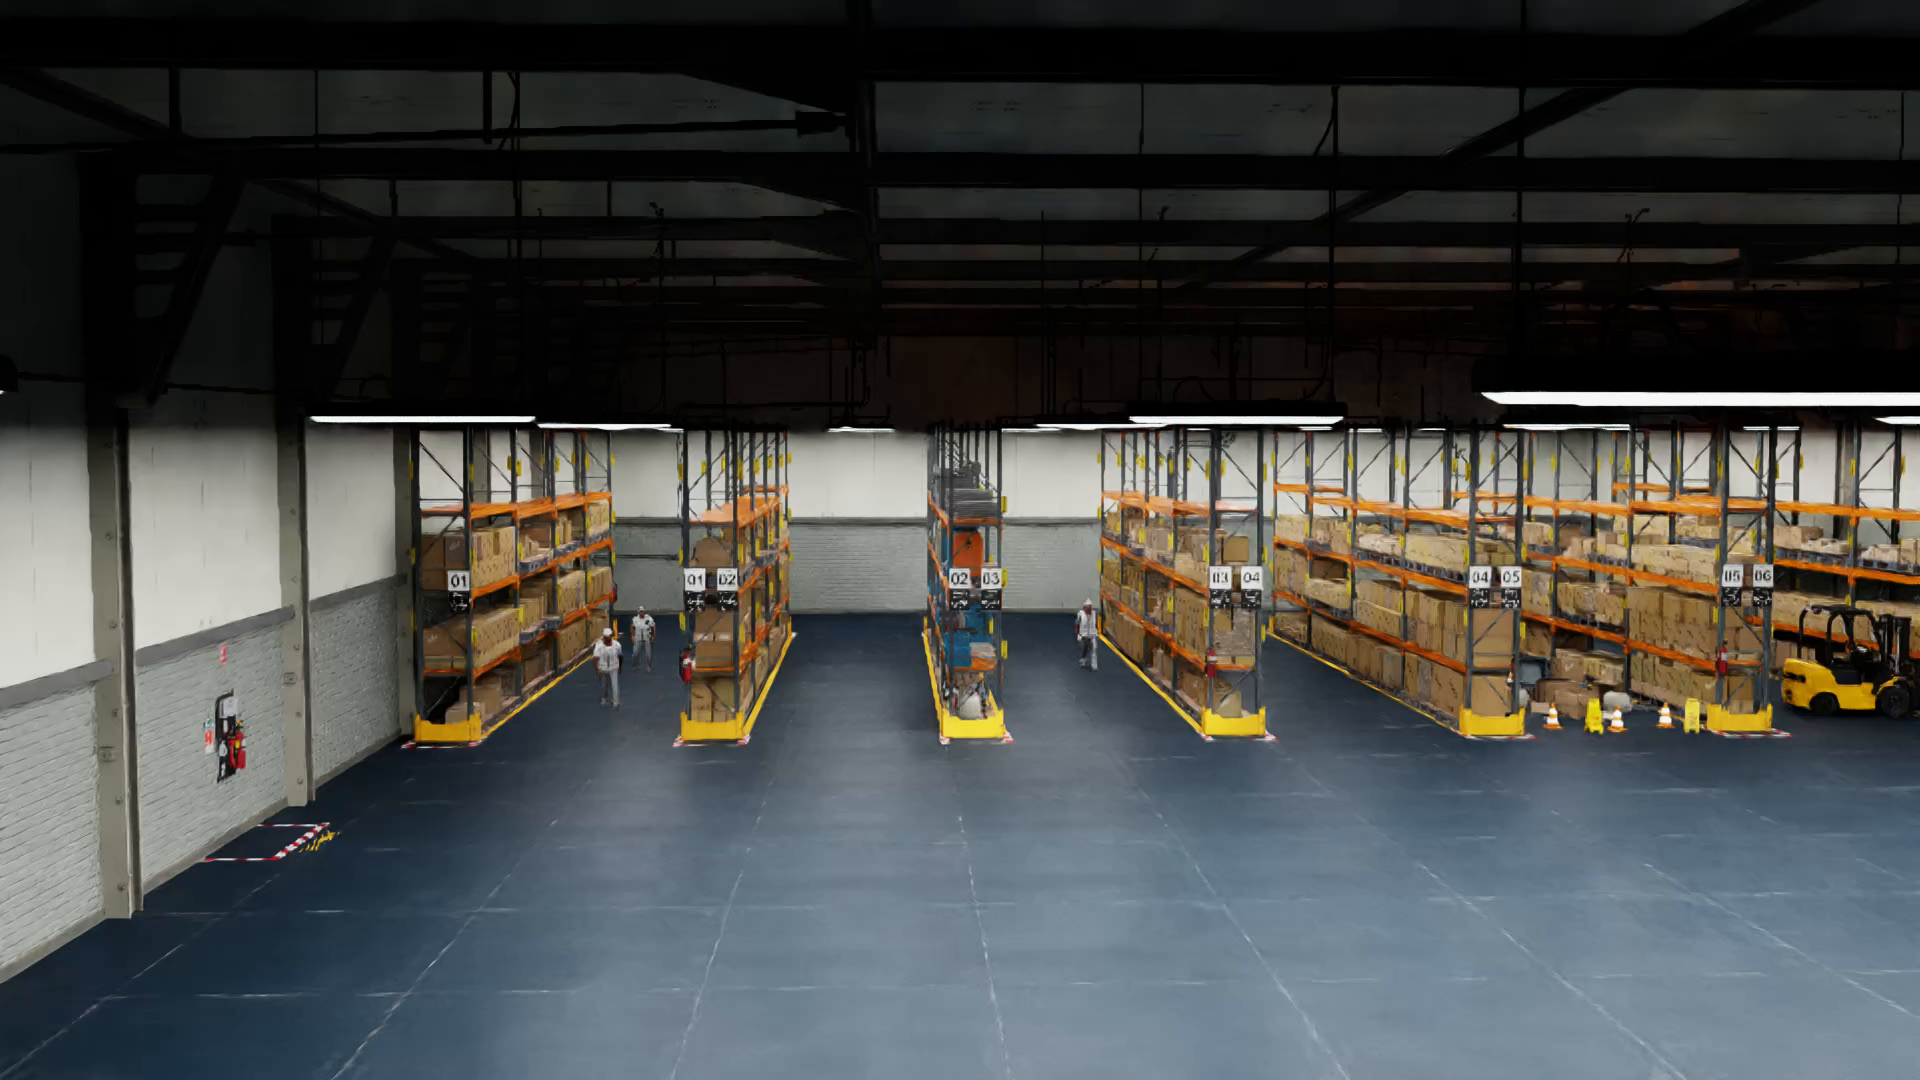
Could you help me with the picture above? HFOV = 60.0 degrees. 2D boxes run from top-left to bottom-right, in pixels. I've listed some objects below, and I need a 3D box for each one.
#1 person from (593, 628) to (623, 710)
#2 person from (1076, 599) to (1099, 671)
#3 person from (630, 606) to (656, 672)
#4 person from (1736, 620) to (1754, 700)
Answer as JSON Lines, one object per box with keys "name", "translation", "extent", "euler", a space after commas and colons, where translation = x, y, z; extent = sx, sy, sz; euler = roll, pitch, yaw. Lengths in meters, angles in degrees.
{"name": "person", "translation": [-7.310, 2.653, 34.546], "extent": [0.598, 1.690, 1.094], "euler": [-1, 4, -12]}
{"name": "person", "translation": [3.090, 2.279, 40.273], "extent": [0.566, 1.706, 1.122], "euler": [0, 4, 0]}
{"name": "person", "translation": [-7.615, 2.372, 39.898], "extent": [0.625, 1.611, 0.582], "euler": [0, 4, -4]}
{"name": "person", "translation": [16.757, 2.561, 35.689], "extent": [0.584, 1.723, 0.654], "euler": [2, 4, 29]}
